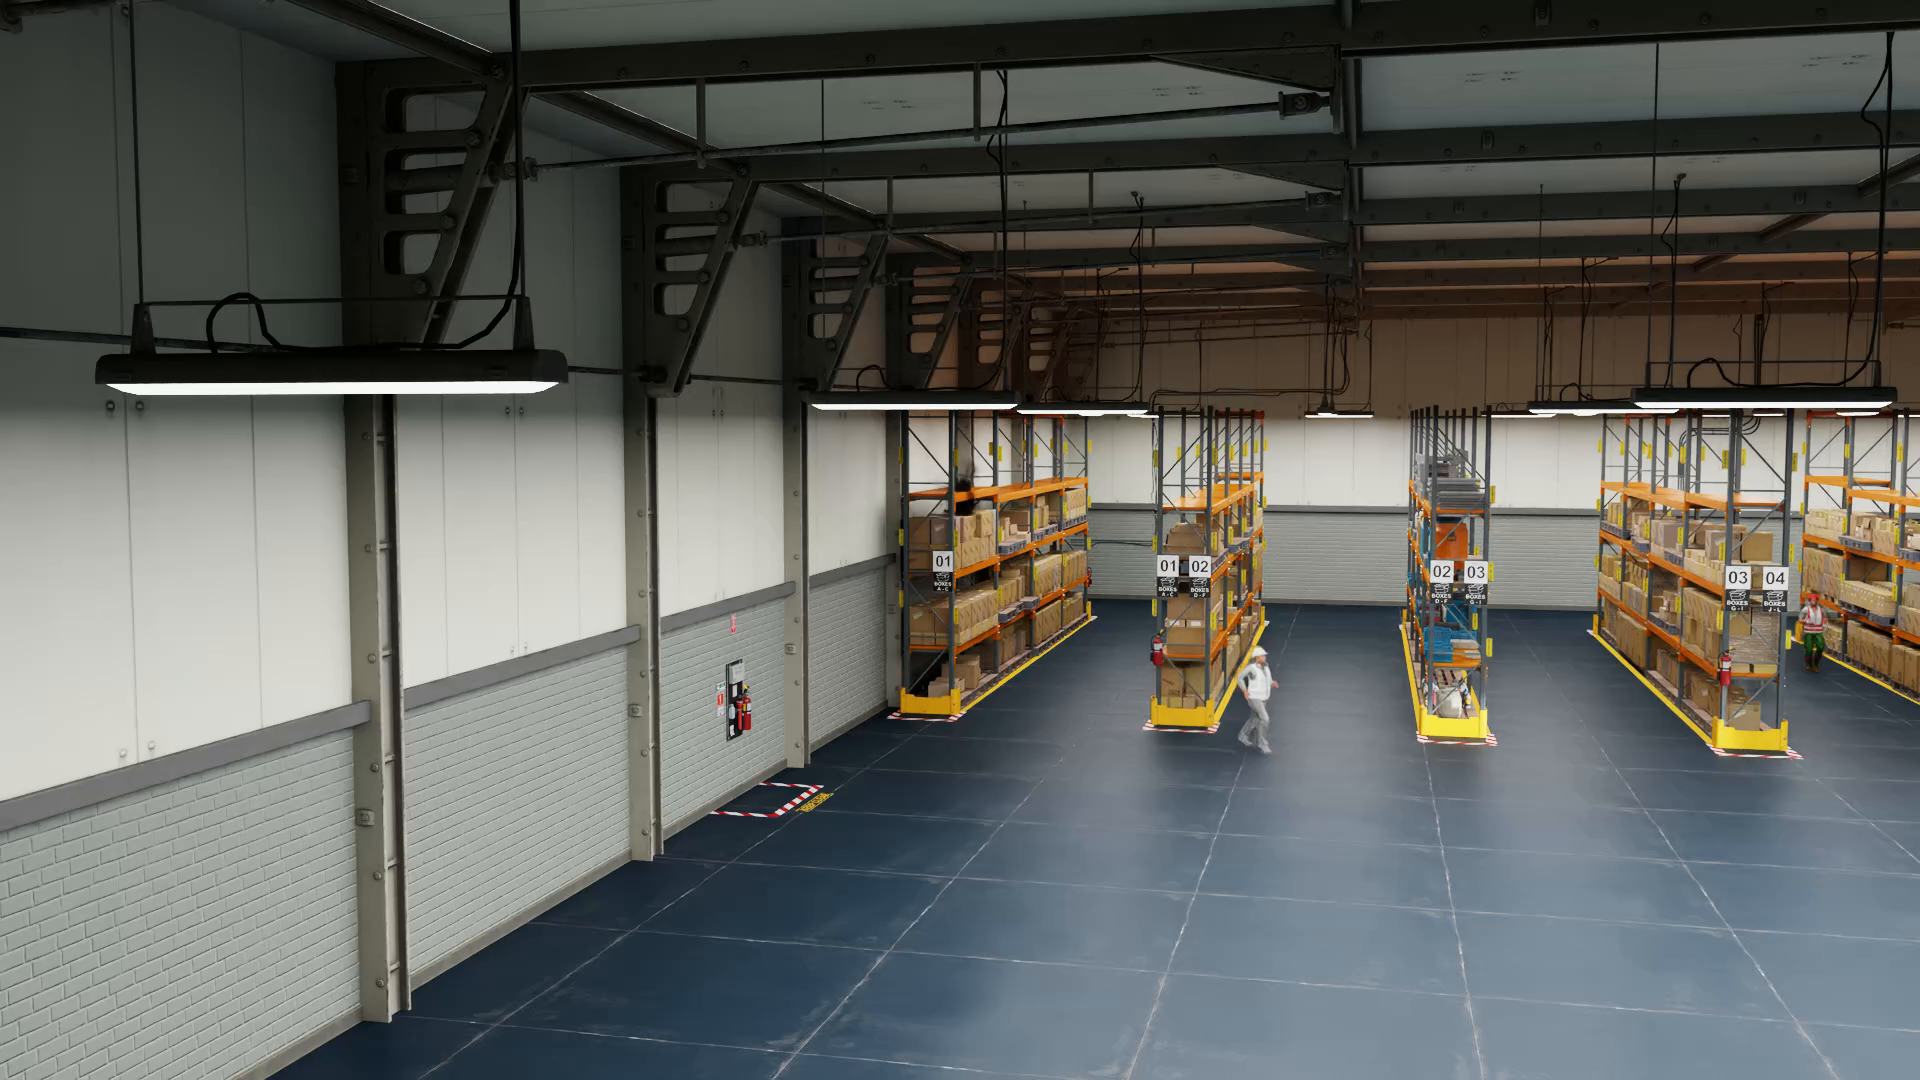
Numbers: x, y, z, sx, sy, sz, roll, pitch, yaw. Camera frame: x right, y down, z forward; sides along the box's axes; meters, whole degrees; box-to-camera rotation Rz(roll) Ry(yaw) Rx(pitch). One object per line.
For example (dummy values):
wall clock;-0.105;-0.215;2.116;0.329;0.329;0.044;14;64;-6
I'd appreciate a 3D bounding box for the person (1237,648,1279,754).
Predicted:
person;5.167;2.770;28.891;0.793;1.823;0.644;4;5;41

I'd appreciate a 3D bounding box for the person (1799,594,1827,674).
person;19.334;2.135;37.647;0.635;1.809;0.681;1;4;15

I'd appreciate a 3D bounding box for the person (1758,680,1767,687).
person;17.317;2.327;35.884;0.617;1.643;0.612;1;4;11
